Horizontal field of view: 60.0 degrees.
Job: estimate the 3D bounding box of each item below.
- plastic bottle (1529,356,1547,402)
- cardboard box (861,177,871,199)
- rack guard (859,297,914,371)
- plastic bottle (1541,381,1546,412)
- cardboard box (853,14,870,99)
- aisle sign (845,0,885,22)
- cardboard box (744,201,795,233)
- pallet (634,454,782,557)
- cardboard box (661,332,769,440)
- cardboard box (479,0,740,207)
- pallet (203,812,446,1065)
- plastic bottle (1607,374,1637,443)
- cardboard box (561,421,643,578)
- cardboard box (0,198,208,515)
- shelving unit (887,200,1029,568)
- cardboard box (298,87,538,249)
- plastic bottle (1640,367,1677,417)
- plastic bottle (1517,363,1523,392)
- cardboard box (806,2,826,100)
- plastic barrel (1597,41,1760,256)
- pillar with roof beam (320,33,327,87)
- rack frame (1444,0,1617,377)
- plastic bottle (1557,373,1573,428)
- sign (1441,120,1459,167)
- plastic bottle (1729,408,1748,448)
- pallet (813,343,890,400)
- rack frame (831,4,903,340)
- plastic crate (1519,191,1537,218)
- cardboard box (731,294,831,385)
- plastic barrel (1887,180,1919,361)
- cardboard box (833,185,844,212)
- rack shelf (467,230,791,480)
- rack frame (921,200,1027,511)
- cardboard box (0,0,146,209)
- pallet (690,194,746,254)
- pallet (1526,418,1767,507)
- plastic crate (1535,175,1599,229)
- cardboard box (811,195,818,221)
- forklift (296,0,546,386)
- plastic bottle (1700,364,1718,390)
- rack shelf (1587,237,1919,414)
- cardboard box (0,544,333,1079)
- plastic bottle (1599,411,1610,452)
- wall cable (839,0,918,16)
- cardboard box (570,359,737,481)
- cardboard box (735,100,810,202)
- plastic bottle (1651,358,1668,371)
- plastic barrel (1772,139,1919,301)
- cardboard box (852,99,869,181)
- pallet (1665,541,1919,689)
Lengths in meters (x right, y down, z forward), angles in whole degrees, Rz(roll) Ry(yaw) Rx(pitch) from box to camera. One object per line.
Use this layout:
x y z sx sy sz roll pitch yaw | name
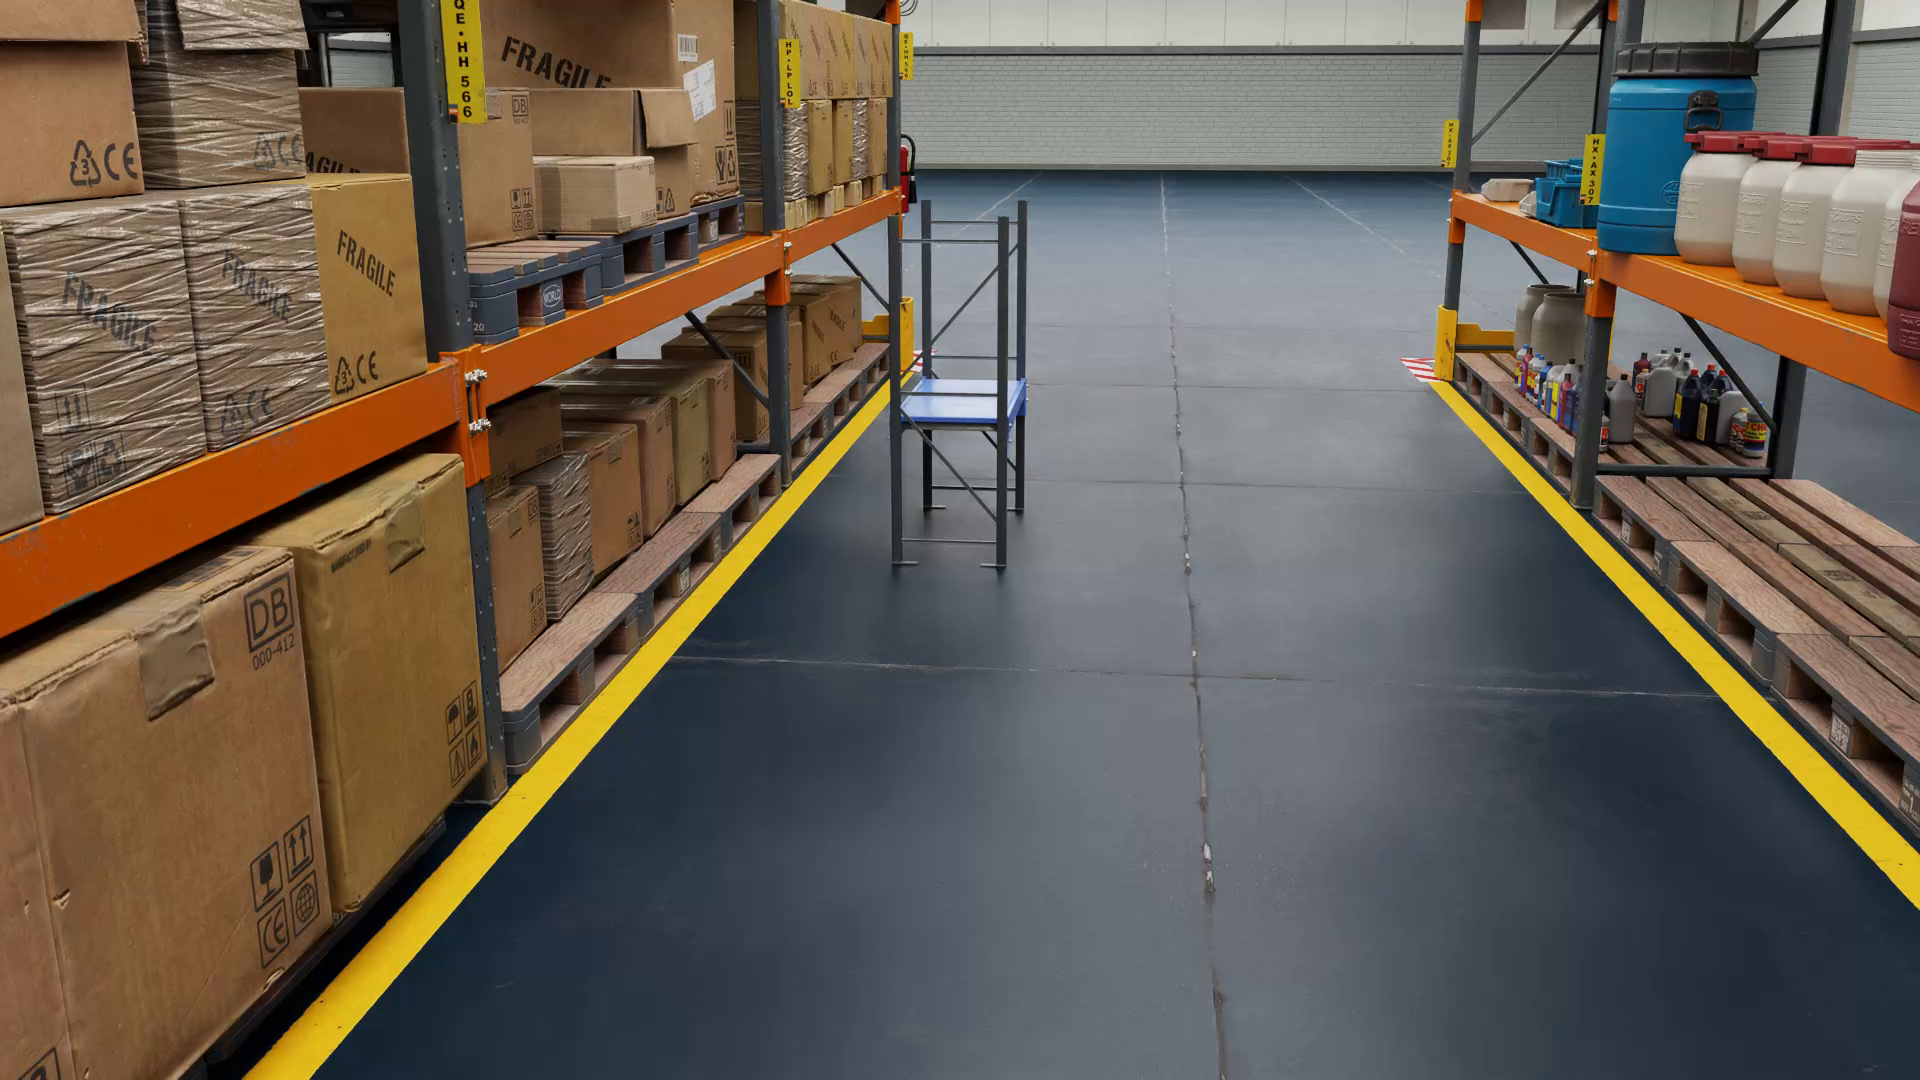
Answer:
3.423 -0.951 9.818 0.097 0.271 0.097 0 15 0 | plastic bottle
-0.810 -2.381 11.203 0.380 0.149 0.250 2 15 6 | cardboard box
-0.943 -1.552 12.442 1.175 0.500 0.348 2 15 6 | rack guard
3.389 -0.839 9.535 0.097 0.201 0.097 0 15 0 | plastic bottle
-0.860 -3.043 10.492 0.500 0.500 0.500 2 15 6 | cardboard box
-0.629 -4.040 11.876 0.394 0.787 0.004 2 15 6 | aisle sign
-1.062 -1.666 8.558 0.380 0.149 0.250 2 15 6 | cardboard box
-1.472 -0.192 7.969 1.003 0.211 1.213 2 15 6 | pallet
-1.300 -0.839 9.003 0.500 0.500 0.500 1 15 5 | cardboard box
-1.614 -2.031 7.472 1.000 1.000 1.000 2 15 7 | cardboard box
-2.001 0.845 4.131 1.003 0.211 1.213 2 15 6 | pallet
3.466 -0.700 8.734 0.144 0.351 0.185 2 15 6 | plastic bottle
-1.674 -0.175 6.507 0.700 0.500 0.500 3 15 11 | cardboard box
-1.764 -0.352 3.026 0.500 0.500 0.500 1 15 4 | cardboard box
0.010 -0.746 7.548 0.538 1.500 1.048 2 15 6 | shelving unit
-1.852 -1.243 5.516 0.700 0.500 0.500 4 16 15 | cardboard box
3.959 -0.846 9.421 0.152 0.276 0.135 2 15 6 | plastic bottle
3.461 -1.006 10.153 0.097 0.201 0.097 0 15 0 | plastic bottle
-1.027 -2.654 9.053 0.500 0.500 0.500 2 15 6 | cardboard box
3.191 -1.745 7.410 0.600 0.901 0.708 2 15 6 | plastic barrel
-9.702 -12.055 35.004 9.100 9.000 0.400 2 15 6 | pillar with roof beam
3.987 -2.632 11.649 1.000 3.000 0.127 2 15 6 | rack frame
3.321 -0.764 9.104 0.061 0.283 0.133 3 15 10 | plastic bottle
3.441 -2.783 11.677 0.100 0.325 0.005 2 15 6 | sign
4.030 -0.579 8.573 0.097 0.201 0.097 0 15 0 | plastic bottle
-1.069 -1.202 11.705 1.003 0.211 1.213 2 15 6 | pallet
-0.934 -2.778 12.189 1.000 3.000 0.127 2 15 6 | rack frame
3.468 -1.896 9.432 0.530 0.136 0.437 2 15 6 | plastic crate
-1.144 -1.295 10.688 0.500 0.500 0.500 3 15 11 | cardboard box
2.836 -0.752 4.436 0.600 0.536 0.708 2 15 6 | plastic barrel
-0.906 -2.056 9.999 0.380 0.149 0.250 2 15 6 | cardboard box
-1.611 -0.874 6.528 1.077 0.370 4.000 2 15 6 | rack shelf
0.067 -0.878 8.036 0.500 1.500 0.032 2 15 6 | rack frame
-2.012 -0.877 3.047 0.797 0.503 0.637 2 15 8 | cardboard box
-1.616 -1.454 7.660 1.003 0.211 1.213 2 15 6 | pallet
3.653 -0.421 8.816 1.003 0.211 1.213 2 15 6 | pallet
3.391 -1.818 8.923 0.499 0.251 0.616 2 15 6 | plastic crate
-1.002 -1.861 9.280 0.380 0.149 0.250 2 15 6 | cardboard box
-3.238 -1.712 8.378 1.130 2.935 3.031 3 15 10 | forklift
4.061 -0.774 9.011 0.144 0.351 0.185 1 15 4 | plastic bottle
3.310 -0.729 5.988 1.077 0.370 4.000 2 15 6 | rack shelf
-2.043 0.529 3.224 1.225 0.875 0.875 2 15 6 | cardboard box
3.267 -0.559 8.502 0.097 0.201 0.097 0 15 0 | plastic bottle
-2.225 -15.821 42.416 2.305 6.003 0.169 2 15 6 | wall cable
-1.476 -0.588 8.034 0.700 0.500 0.500 1 15 2 | cardboard box
-1.273 -2.047 8.725 0.875 0.500 0.500 2 15 6 | cardboard box
4.144 -0.940 9.766 0.152 0.276 0.135 1 15 5 | plastic bottle
3.079 -1.116 5.782 0.433 0.535 0.433 0 15 0 | plastic barrel
-1.060 -2.566 10.645 0.875 0.500 0.500 2 15 6 | cardboard box
3.351 0.274 6.246 1.003 0.211 1.213 2 15 6 | pallet
